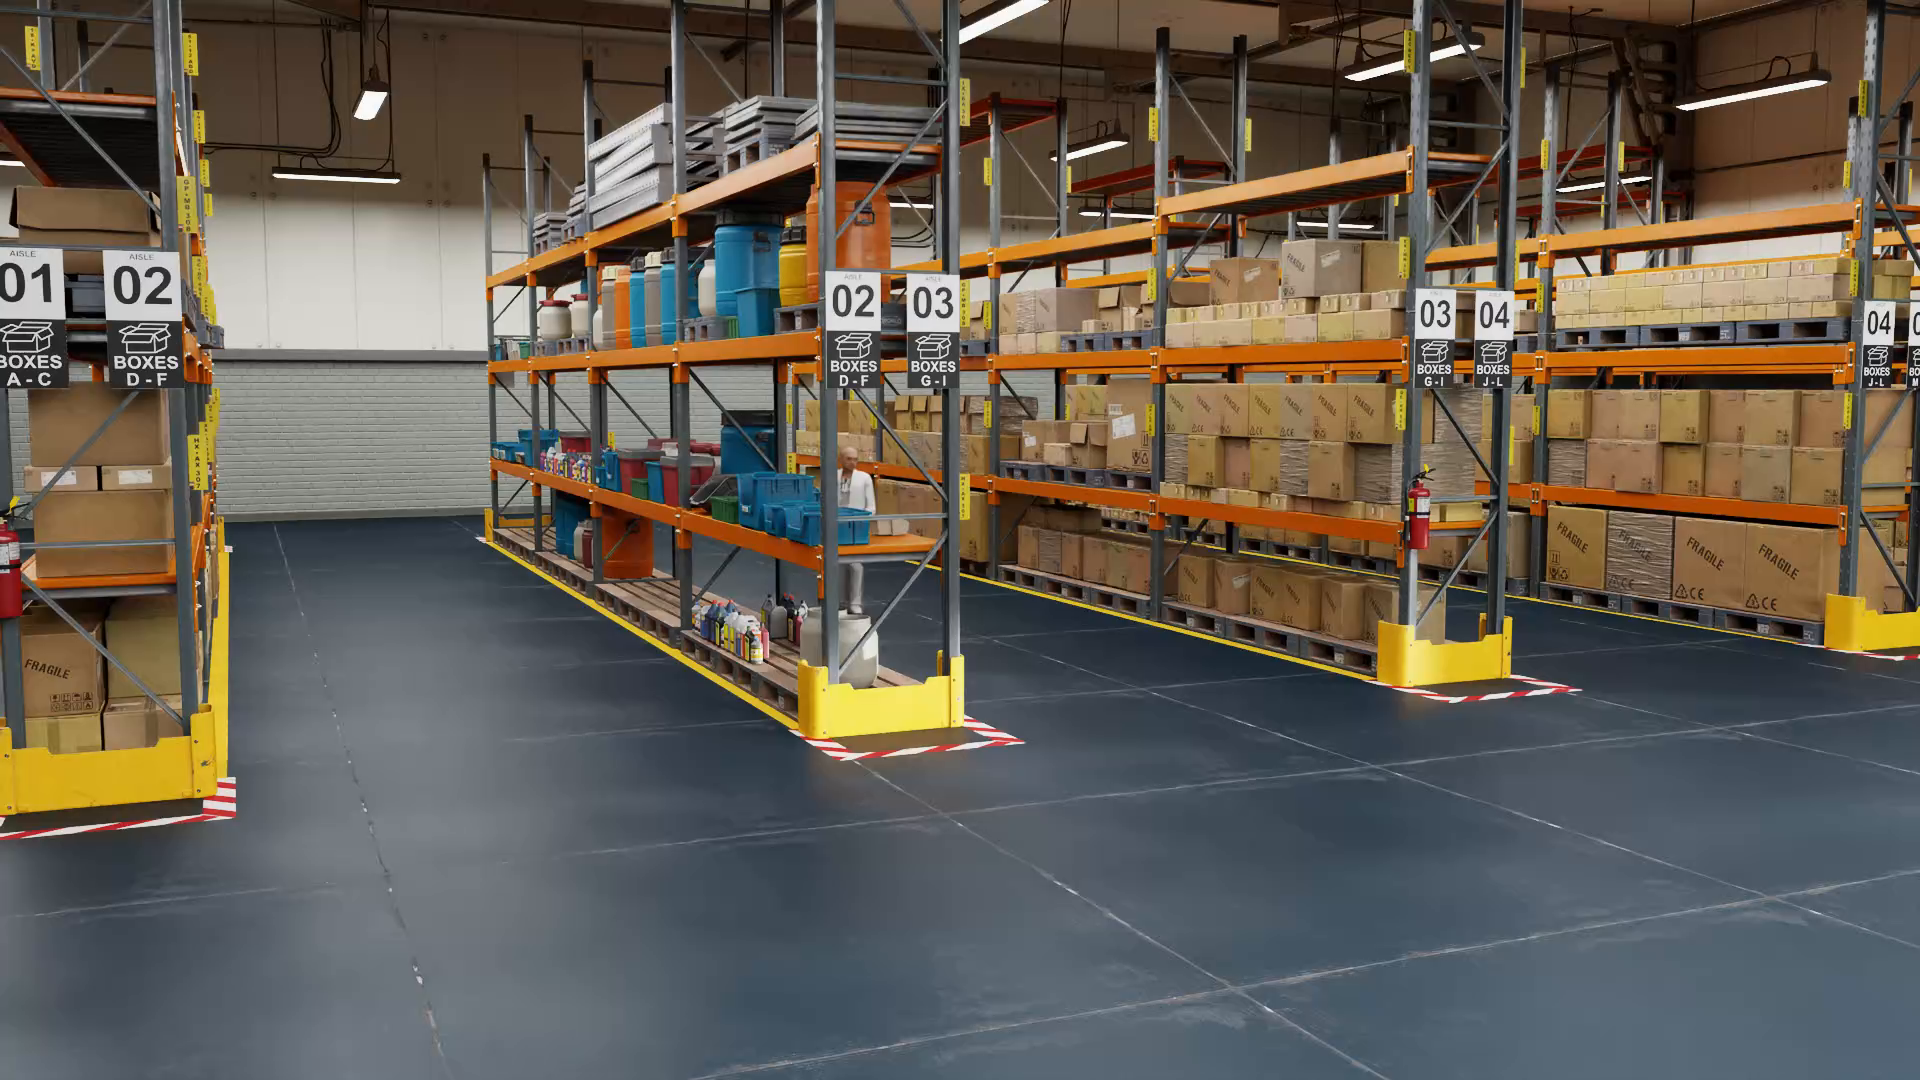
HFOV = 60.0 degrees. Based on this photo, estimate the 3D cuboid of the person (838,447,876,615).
[{"bbox_3d":[-1.204,-0.106,17.809,0.597,1.778,0.623,1,5,10],"label":"person"}]
